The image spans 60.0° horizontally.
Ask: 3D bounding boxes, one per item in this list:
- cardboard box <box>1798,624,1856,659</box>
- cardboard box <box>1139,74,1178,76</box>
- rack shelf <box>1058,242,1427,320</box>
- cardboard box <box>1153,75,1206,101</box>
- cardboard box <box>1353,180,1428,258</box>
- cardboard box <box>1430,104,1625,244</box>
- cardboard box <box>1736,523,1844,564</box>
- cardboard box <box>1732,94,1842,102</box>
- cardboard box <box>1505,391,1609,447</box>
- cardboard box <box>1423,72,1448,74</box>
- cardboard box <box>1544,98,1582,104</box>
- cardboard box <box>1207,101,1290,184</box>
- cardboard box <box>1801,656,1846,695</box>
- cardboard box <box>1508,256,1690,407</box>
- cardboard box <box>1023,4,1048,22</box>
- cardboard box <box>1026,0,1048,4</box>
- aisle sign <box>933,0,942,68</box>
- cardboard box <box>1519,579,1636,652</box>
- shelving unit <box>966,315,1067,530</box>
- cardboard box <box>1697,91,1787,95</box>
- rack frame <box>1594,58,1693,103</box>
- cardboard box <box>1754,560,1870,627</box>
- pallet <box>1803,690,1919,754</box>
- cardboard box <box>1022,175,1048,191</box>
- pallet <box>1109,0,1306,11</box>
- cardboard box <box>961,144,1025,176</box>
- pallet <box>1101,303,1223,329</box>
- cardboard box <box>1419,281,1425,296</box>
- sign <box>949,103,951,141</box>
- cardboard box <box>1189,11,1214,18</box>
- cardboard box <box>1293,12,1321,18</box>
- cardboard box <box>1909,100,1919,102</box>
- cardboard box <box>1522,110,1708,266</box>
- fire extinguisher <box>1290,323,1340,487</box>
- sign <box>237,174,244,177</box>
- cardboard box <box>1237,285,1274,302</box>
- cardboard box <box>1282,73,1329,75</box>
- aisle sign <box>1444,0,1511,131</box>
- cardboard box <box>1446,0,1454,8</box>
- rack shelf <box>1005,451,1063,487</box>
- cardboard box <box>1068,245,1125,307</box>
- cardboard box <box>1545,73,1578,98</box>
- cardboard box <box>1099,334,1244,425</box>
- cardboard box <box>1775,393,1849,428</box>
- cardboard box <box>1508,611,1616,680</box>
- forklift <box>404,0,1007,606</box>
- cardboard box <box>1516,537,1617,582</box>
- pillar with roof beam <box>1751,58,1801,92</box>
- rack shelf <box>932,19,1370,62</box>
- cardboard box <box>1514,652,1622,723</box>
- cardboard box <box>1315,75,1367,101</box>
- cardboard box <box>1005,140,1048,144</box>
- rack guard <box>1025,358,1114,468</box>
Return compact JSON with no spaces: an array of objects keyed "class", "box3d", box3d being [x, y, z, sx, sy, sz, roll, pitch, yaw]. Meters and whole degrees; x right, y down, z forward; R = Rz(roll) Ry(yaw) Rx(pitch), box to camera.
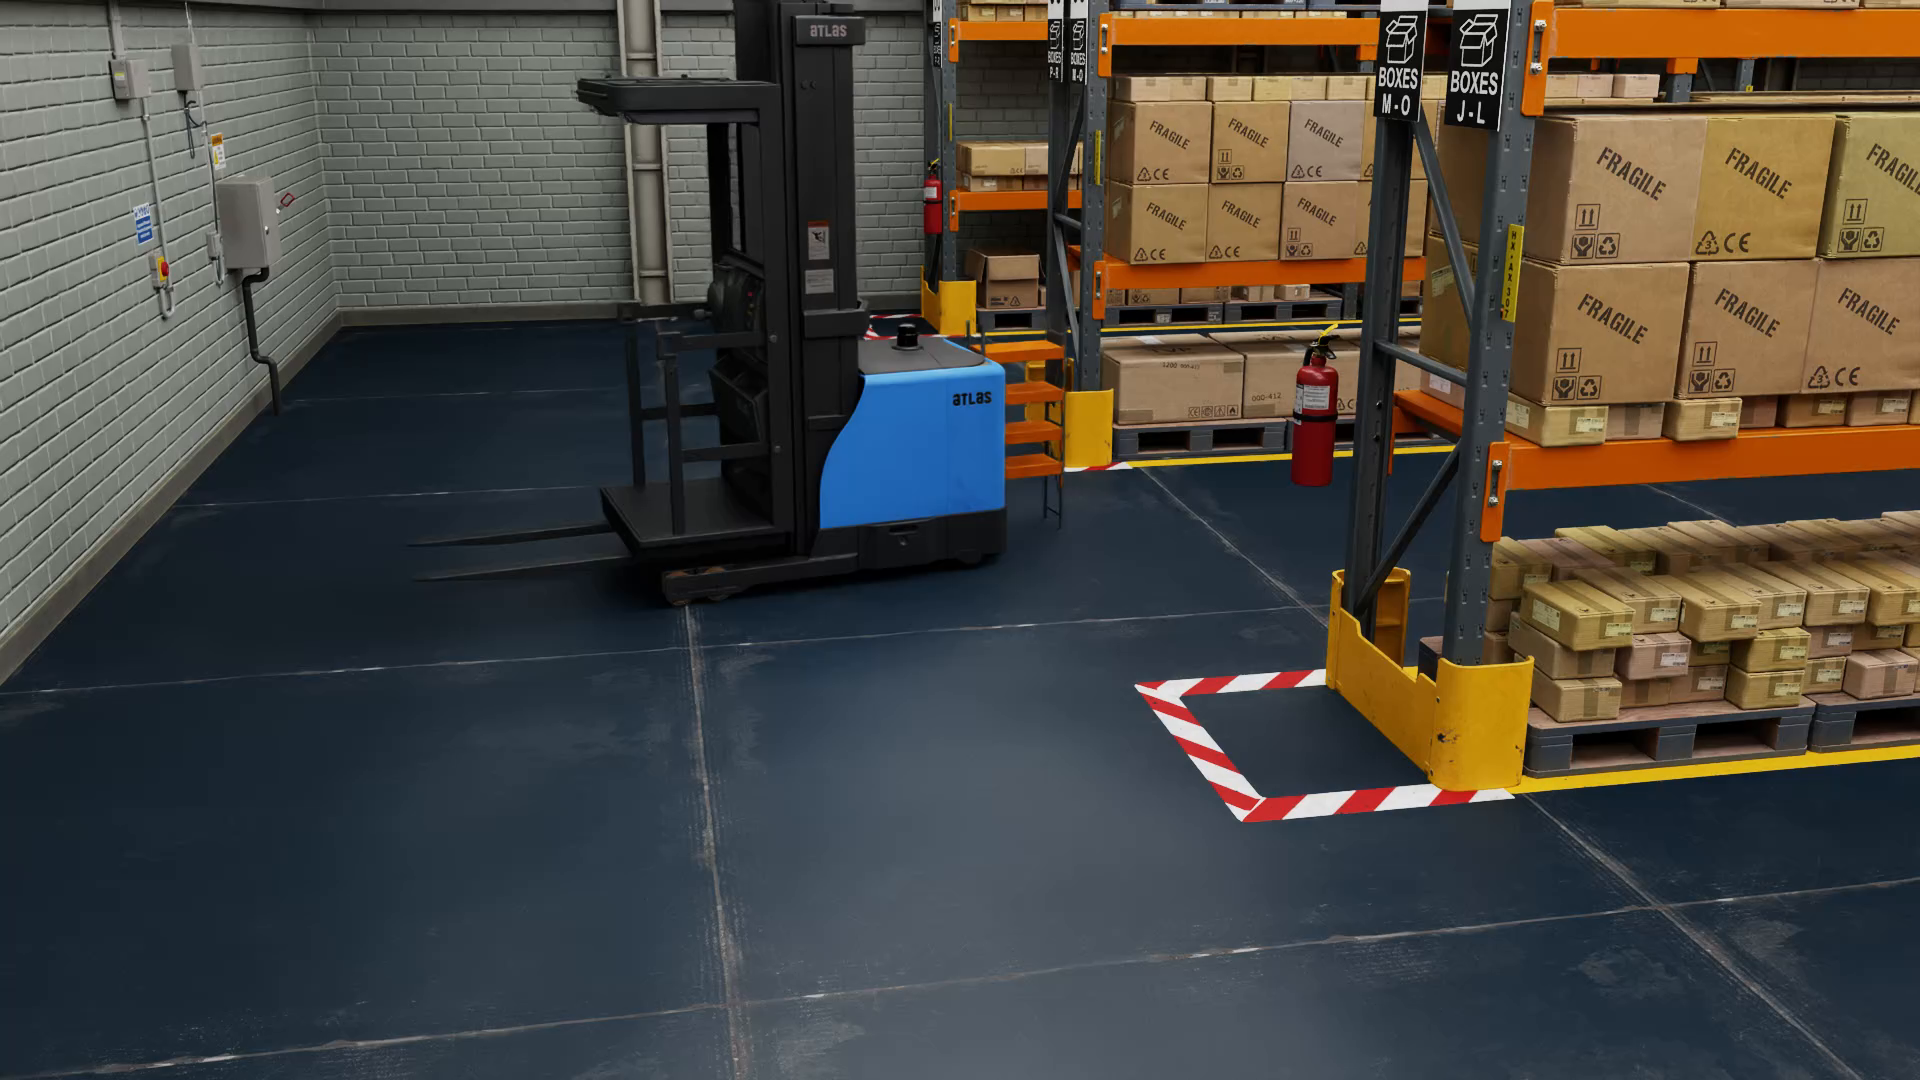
[{"class":"cardboard box","box3d":[3.372,0.342,6.723,0.250,0.149,0.380,-4,18,-13]},{"class":"cardboard box","box3d":[1.312,-3.015,11.042,0.250,0.149,0.380,-3,17,-9]},{"class":"rack shelf","box3d":[2.717,-1.848,11.445,4.000,0.370,1.077,-3,17,-10]},{"class":"cardboard box","box3d":[1.398,-2.892,10.639,0.250,0.149,0.380,-3,17,-9]},{"class":"cardboard box","box3d":[2.762,-2.164,11.080,0.500,0.500,0.500,-3,17,-9]},{"class":"cardboard box","box3d":[2.193,-1.424,6.461,0.500,0.500,0.500,-4,17,-12]},{"class":"cardboard box","box3d":[3.550,0.058,7.143,0.250,0.149,0.380,-4,17,-12]},{"class":"cardboard box","box3d":[5.661,-2.807,11.469,0.500,0.500,0.500,-3,17,-11]},{"class":"cardboard box","box3d":[2.171,-0.463,6.137,0.250,0.149,0.380,-3,17,-11]},{"class":"cardboard box","box3d":[3.308,-3.149,11.476,0.250,0.149,0.380,-4,17,-12]},{"class":"cardboard box","box3d":[3.770,-2.697,11.112,0.500,0.500,0.500,-3,17,-11]},{"class":"cardboard box","box3d":[1.784,-2.582,10.735,0.500,0.500,0.500,-4,17,-12]},{"class":"cardboard box","box3d":[3.354,0.488,6.756,0.250,0.149,0.380,-3,17,-10]},{"class":"cardboard box","box3d":[2.284,-0.795,6.113,0.500,0.500,0.500,-2,17,-8]},{"class":"cardboard box","box3d":[0.672,-4.807,15.174,0.250,0.149,0.380,-3,17,-10]},{"class":"cardboard box","box3d":[0.790,-4.996,15.108,0.500,0.250,0.500,-3,17,-9]},{"class":"aisle sign","box3d":[-0.204,-4.666,14.965,0.004,0.787,0.394,-3,17,-10]},{"class":"cardboard box","box3d":[2.370,0.287,6.395,0.250,0.149,0.380,-4,18,-13]},{"class":"shelving unit","box3d":[0.311,-0.636,9.337,0.503,1.200,0.258,-7,18,-21]},{"class":"cardboard box","box3d":[5.578,-2.957,11.958,0.500,0.500,0.500,-3,17,-9]},{"class":"rack frame","box3d":[4.680,-2.303,11.702,0.127,3.000,1.000,-3,17,-10]},{"class":"cardboard box","box3d":[3.392,0.210,6.647,0.250,0.149,0.380,-3,17,-8]},{"class":"pallet","box3d":[3.866,0.567,7.105,1.213,0.211,1.003,-3,17,-10]},{"class":"cardboard box","box3d":[0.675,-3.383,15.644,0.250,0.149,0.380,-3,17,-11]},{"class":"pallet","box3d":[1.479,-3.516,10.694,1.213,0.211,1.003,-3,17,-10]},{"class":"cardboard box","box3d":[0.304,-3.529,15.443,0.500,0.250,0.500,-3,17,-10]},{"class":"pallet","box3d":[1.860,-2.294,16.422,1.213,0.211,1.003,-3,17,-10]},{"class":"cardboard box","box3d":[4.774,-2.735,16.648,0.500,0.500,0.500,-3,17,-11]},{"class":"sign","box3d":[-0.089,-3.769,14.999,0.005,0.325,0.100,-3,17,-10]},{"class":"cardboard box","box3d":[2.175,-4.883,15.420,0.250,0.149,0.380,-3,17,-10]},{"class":"cardboard box","box3d":[3.197,-4.930,15.573,0.250,0.149,0.380,-3,17,-11]},{"class":"cardboard box","box3d":[4.223,-1.543,6.846,0.500,0.500,0.500,-3,17,-10]},{"class":"cardboard box","box3d":[2.282,-1.276,5.976,0.500,0.500,0.500,-3,17,-11]},{"class":"fire extinguisher","box3d":[1.456,-0.563,6.803,0.183,0.674,0.296,-3,17,-10]},{"class":"sign","box3d":[-5.331,-2.459,12.371,0.001,0.494,0.329,-3,17,-10]},{"class":"cardboard box","box3d":[2.893,-2.492,16.259,0.258,0.266,0.396,-3,17,-8]},{"class":"cardboard box","box3d":[2.310,-3.081,11.256,0.250,0.149,0.380,-3,17,-9]},{"class":"aisle sign","box3d":[1.776,-1.811,5.673,0.004,0.787,0.394,-3,17,-10]},{"class":"cardboard box","box3d":[2.188,-2.123,6.262,0.500,0.250,0.500,-4,17,-12]},{"class":"rack shelf","box3d":[0.311,-0.381,9.416,0.480,0.148,0.258,-7,18,-21]},{"class":"cardboard box","box3d":[1.273,-2.560,16.081,0.500,0.500,0.700,-3,17,-8]},{"class":"cardboard box","box3d":[3.912,-3.036,11.109,0.250,0.149,0.380,-3,17,-10]},{"class":"cardboard box","box3d":[1.382,-1.122,11.505,0.875,0.438,0.875,-4,17,-12]},{"class":"cardboard box","box3d":[3.187,-0.550,6.423,0.250,0.149,0.380,-3,17,-11]},{"class":"cardboard box","box3d":[2.354,0.405,6.517,0.250,0.149,0.380,-3,17,-8]},{"class":"forklift","box3d":[-1.318,-1.251,8.394,3.031,2.935,1.130,-7,18,-21]},{"class":"cardboard box","box3d":[2.521,0.118,6.944,0.250,0.149,0.380,-3,17,-9]},{"class":"pillar with roof beam","box3d":[9.588,-5.916,13.247,0.400,9.000,9.100,-3,17,-10]},{"class":"rack shelf","box3d":[1.771,-4.713,15.663,4.000,0.370,1.077,-3,17,-10]},{"class":"cardboard box","box3d":[2.366,0.566,6.501,0.250,0.149,0.380,-3,17,-9]},{"class":"cardboard box","box3d":[2.431,-2.924,10.746,0.250,0.149,0.380,-3,17,-10]},{"class":"cardboard box","box3d":[0.715,-3.712,16.038,0.500,0.250,0.500,-3,17,-10]},{"class":"rack guard","box3d":[0.729,-0.884,11.340,0.348,0.500,1.175,-3,17,-10]}]
